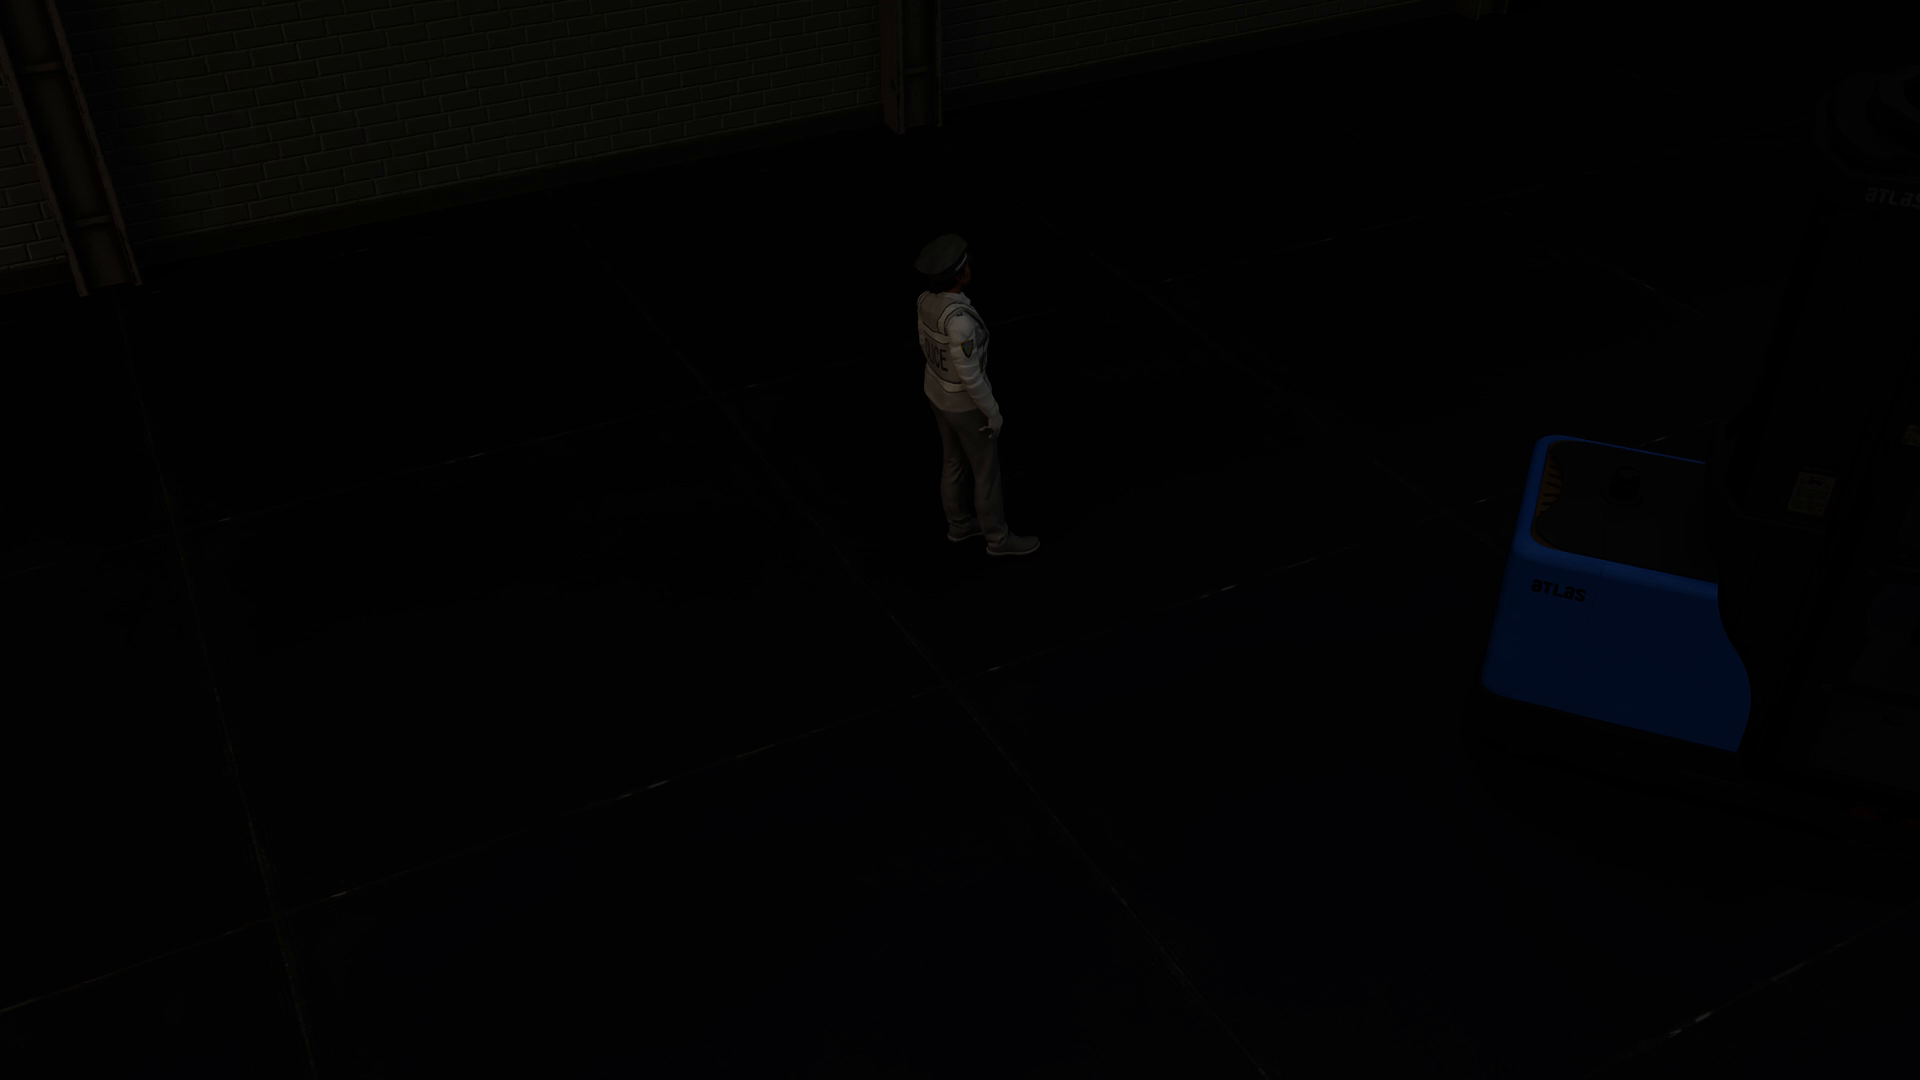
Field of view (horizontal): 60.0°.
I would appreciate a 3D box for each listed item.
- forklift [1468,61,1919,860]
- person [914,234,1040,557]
[{"bbox_3d":[3.824,-0.238,6.460,3.031,2.935,1.130,13,37,18],"label":"forklift"},{"bbox_3d":[0.063,-0.713,8.191,0.531,1.695,0.587,-17,39,-23],"label":"person"}]
